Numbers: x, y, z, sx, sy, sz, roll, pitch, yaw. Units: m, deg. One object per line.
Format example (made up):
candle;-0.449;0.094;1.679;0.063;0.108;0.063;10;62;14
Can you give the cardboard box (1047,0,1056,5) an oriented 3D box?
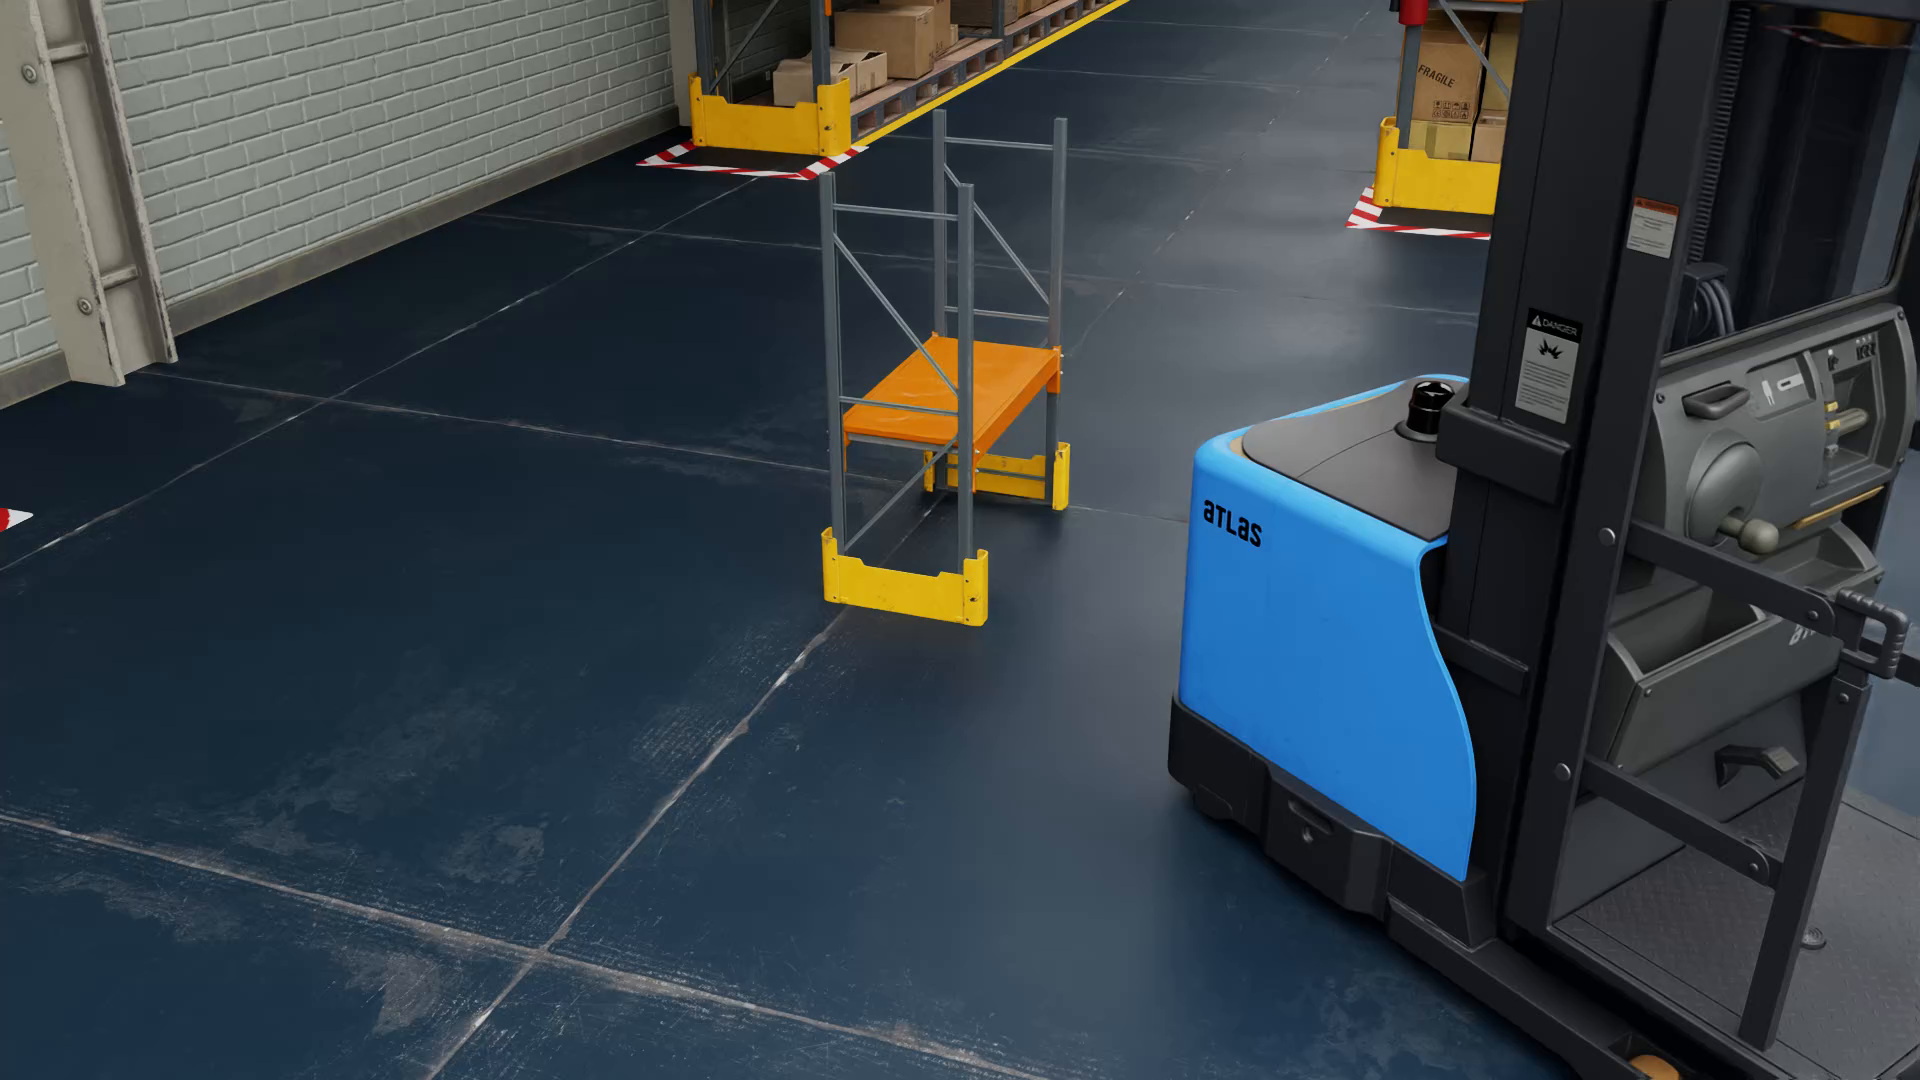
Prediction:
cardboard box;0.641;-5.871;17.296;0.700;0.500;0.500;9;27;17

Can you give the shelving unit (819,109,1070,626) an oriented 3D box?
shelving unit;-0.025;-0.644;5.858;0.587;1.500;1.083;9;27;17

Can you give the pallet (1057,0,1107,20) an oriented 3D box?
pallet;0.989;-5.928;18.252;1.003;0.211;1.213;9;27;17

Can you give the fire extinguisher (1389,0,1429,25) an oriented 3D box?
fire extinguisher;2.784;-3.484;10.092;0.296;0.674;0.183;9;27;17

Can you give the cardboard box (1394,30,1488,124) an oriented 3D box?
cardboard box;3.159;-3.052;10.925;0.500;0.500;0.500;9;27;17

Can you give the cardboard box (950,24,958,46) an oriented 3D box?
cardboard box;-0.230;-4.559;14.970;0.380;0.166;0.250;5;26;11

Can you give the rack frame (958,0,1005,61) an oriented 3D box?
rack frame;-0.080;-5.860;14.912;1.000;3.000;0.127;9;27;17

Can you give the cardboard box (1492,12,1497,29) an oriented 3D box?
cardboard box;3.646;-3.671;12.202;0.500;0.500;0.500;9;27;17

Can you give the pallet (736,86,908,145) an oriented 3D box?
pallet;-1.082;-3.322;12.868;1.003;0.211;1.213;9;27;17

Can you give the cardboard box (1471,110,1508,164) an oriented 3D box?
cardboard box;3.649;-2.639;10.933;0.500;0.250;0.500;9;27;17

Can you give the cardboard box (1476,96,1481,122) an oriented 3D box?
cardboard box;3.316;-2.922;11.516;0.500;0.250;0.500;9;27;17

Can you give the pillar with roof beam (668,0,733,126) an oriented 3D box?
pillar with roof beam;2.065;-6.706;9.773;9.100;9.000;0.400;9;27;17

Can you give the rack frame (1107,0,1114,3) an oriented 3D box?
rack frame;1.251;-7.504;18.307;1.000;3.000;0.127;9;27;17

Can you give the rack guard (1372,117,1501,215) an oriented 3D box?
rack guard;3.253;-2.365;10.561;1.175;0.500;0.348;9;27;17

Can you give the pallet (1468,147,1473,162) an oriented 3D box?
pallet;3.476;-2.565;11.306;1.003;0.211;1.213;9;27;17

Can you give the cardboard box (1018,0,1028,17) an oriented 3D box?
cardboard box;0.274;-5.458;16.444;0.700;0.500;0.500;8;27;16

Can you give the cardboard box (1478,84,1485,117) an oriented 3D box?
cardboard box;3.481;-3.127;11.941;0.500;0.250;0.500;9;27;17

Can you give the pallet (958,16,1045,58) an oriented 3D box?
pallet;0.177;-4.926;16.181;1.003;0.211;1.213;9;27;17

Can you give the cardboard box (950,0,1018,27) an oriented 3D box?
cardboard box;0.149;-5.238;15.990;0.700;0.500;0.500;10;27;19

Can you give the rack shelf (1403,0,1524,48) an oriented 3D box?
rack shelf;3.927;-3.998;11.891;1.077;0.370;4.000;9;27;17

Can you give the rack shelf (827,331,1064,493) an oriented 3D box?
rack shelf;-0.028;-0.478;5.929;0.538;0.185;1.000;9;27;17

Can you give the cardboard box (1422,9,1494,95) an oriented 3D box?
cardboard box;3.478;-3.465;11.778;0.500;0.500;0.500;9;27;17

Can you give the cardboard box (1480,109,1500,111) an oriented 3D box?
cardboard box;3.812;-2.845;11.358;0.500;0.250;0.500;9;27;17

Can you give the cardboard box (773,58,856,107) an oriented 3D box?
cardboard box;-1.096;-3.476;12.567;0.500;0.311;0.500;6;26;12

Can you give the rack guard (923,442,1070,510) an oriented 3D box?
rack guard;0.140;-0.286;6.554;0.587;0.250;0.087;9;27;17

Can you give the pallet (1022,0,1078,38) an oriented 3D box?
pallet;0.582;-5.429;17.220;1.003;0.211;1.213;9;27;17

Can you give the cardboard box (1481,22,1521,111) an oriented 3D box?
cardboard box;3.814;-3.183;11.194;0.500;0.500;0.500;9;27;17

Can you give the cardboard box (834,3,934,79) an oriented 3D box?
cardboard box;-0.615;-4.089;13.618;0.700;0.500;0.500;7;27;14

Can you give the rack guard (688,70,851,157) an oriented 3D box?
rack guard;-1.386;-3.123;12.126;1.175;0.500;0.348;9;27;17

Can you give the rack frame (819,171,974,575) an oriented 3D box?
rack frame;-0.198;-0.431;5.419;0.500;1.500;0.032;9;27;17

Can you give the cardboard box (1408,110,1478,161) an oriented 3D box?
cardboard box;3.161;-2.715;11.088;0.500;0.250;0.500;9;27;17

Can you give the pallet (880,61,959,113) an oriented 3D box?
pallet;-0.675;-3.821;13.900;1.003;0.211;1.213;9;27;17

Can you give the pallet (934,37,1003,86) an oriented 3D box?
pallet;-0.270;-4.324;14.939;1.003;0.211;1.213;9;27;17

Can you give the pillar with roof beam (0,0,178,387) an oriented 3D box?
pillar with roof beam;0.069;-4.240;4.681;9.100;9.000;0.400;9;27;17

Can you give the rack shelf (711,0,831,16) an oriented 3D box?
rack shelf;-0.746;-4.715;13.371;1.077;0.370;4.000;9;27;17

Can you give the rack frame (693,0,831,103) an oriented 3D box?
rack frame;-1.411;-4.217;11.517;1.000;3.000;0.127;9;27;17

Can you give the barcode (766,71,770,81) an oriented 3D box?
barcode;-1.467;-3.545;12.700;0.001;0.075;0.075;9;27;17

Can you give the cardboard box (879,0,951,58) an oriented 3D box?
cardboard box;-0.388;-4.501;14.468;0.500;0.500;0.500;7;27;14

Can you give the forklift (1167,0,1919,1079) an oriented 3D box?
forklift;1.849;-0.205;3.310;1.130;2.935;3.031;-17;31;-31

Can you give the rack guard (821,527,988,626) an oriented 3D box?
rack guard;-0.191;0.123;5.708;0.587;0.250;0.087;9;27;17

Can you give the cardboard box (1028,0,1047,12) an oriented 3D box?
cardboard box;0.481;-5.662;16.865;0.700;0.500;0.500;9;27;18

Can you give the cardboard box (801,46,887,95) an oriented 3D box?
cardboard box;-0.907;-3.710;13.051;0.500;0.311;0.500;11;28;22

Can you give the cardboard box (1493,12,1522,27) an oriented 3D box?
cardboard box;3.968;-3.390;11.622;0.500;0.500;0.500;9;27;17

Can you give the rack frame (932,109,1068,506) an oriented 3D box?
rack frame;0.141;-0.849;6.282;0.500;1.500;0.032;9;27;17

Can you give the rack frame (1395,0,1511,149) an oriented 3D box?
rack frame;3.261;-3.500;10.036;1.000;3.000;0.127;9;27;17
